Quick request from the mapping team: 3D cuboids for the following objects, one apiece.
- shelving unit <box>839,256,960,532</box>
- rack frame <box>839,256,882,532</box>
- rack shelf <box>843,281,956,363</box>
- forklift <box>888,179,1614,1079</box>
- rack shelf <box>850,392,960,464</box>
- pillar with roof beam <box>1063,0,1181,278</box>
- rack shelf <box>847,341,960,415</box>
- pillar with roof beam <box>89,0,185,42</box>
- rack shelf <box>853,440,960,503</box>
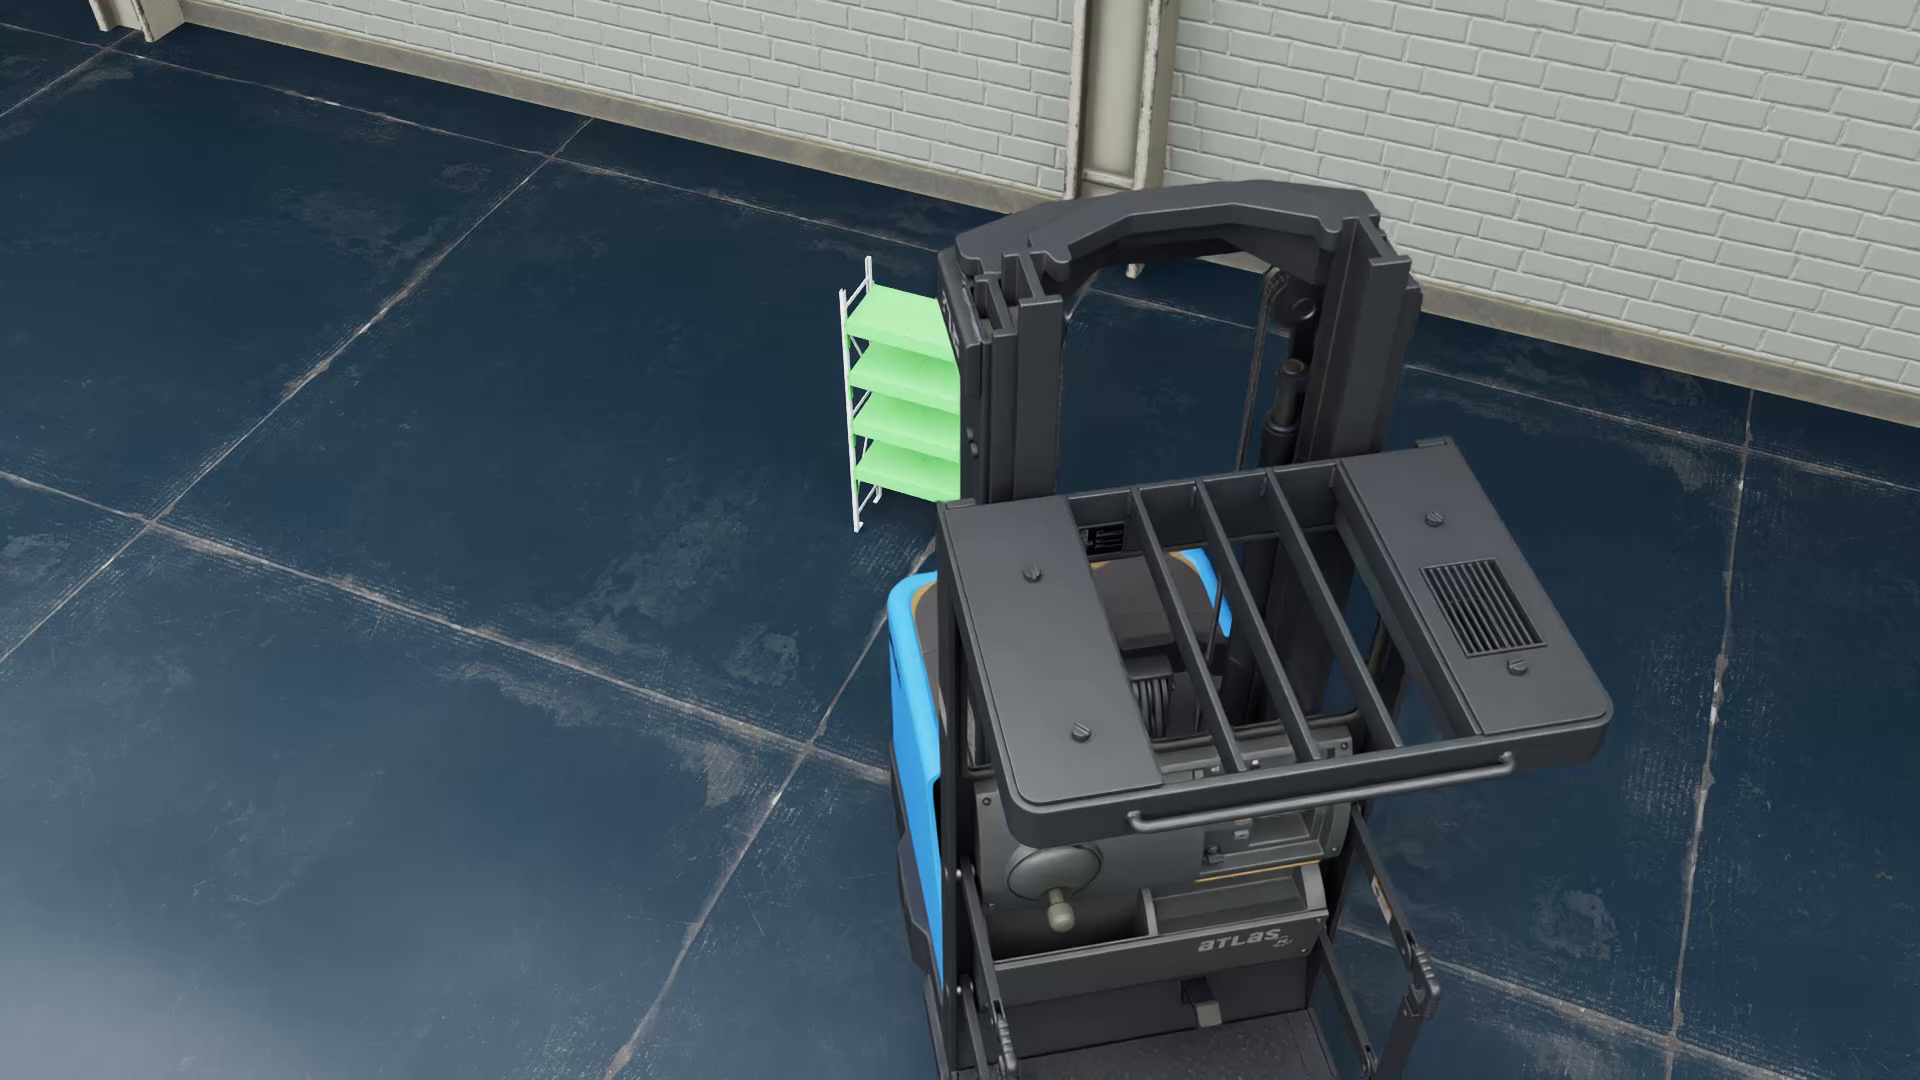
[{"bbox_3d":[-0.153,-0.470,6.372,0.503,1.200,0.258,16,47,16],"label":"shelving unit"},{"bbox_3d":[-0.378,-0.537,6.439,0.015,1.200,0.240,16,47,16],"label":"rack frame"},{"bbox_3d":[-0.153,-0.765,6.078,0.480,0.148,0.258,16,47,16],"label":"rack shelf"},{"bbox_3d":[0.541,0.795,3.873,1.130,2.935,3.031,-8,45,-8],"label":"forklift"},{"bbox_3d":[-0.153,-0.425,6.417,0.480,0.148,0.258,16,47,16],"label":"rack shelf"},{"bbox_3d":[-0.929,-1.800,2.180,0.400,9.000,9.100,16,47,16],"label":"pillar with roof beam"},{"bbox_3d":[-0.153,-0.595,6.248,0.480,0.148,0.258,16,47,16],"label":"rack shelf"},{"bbox_3d":[-6.467,-3.430,3.817,0.400,9.000,9.100,16,47,16],"label":"pillar with roof beam"},{"bbox_3d":[-0.153,-0.255,6.586,0.480,0.148,0.258,16,47,16],"label":"rack shelf"}]
